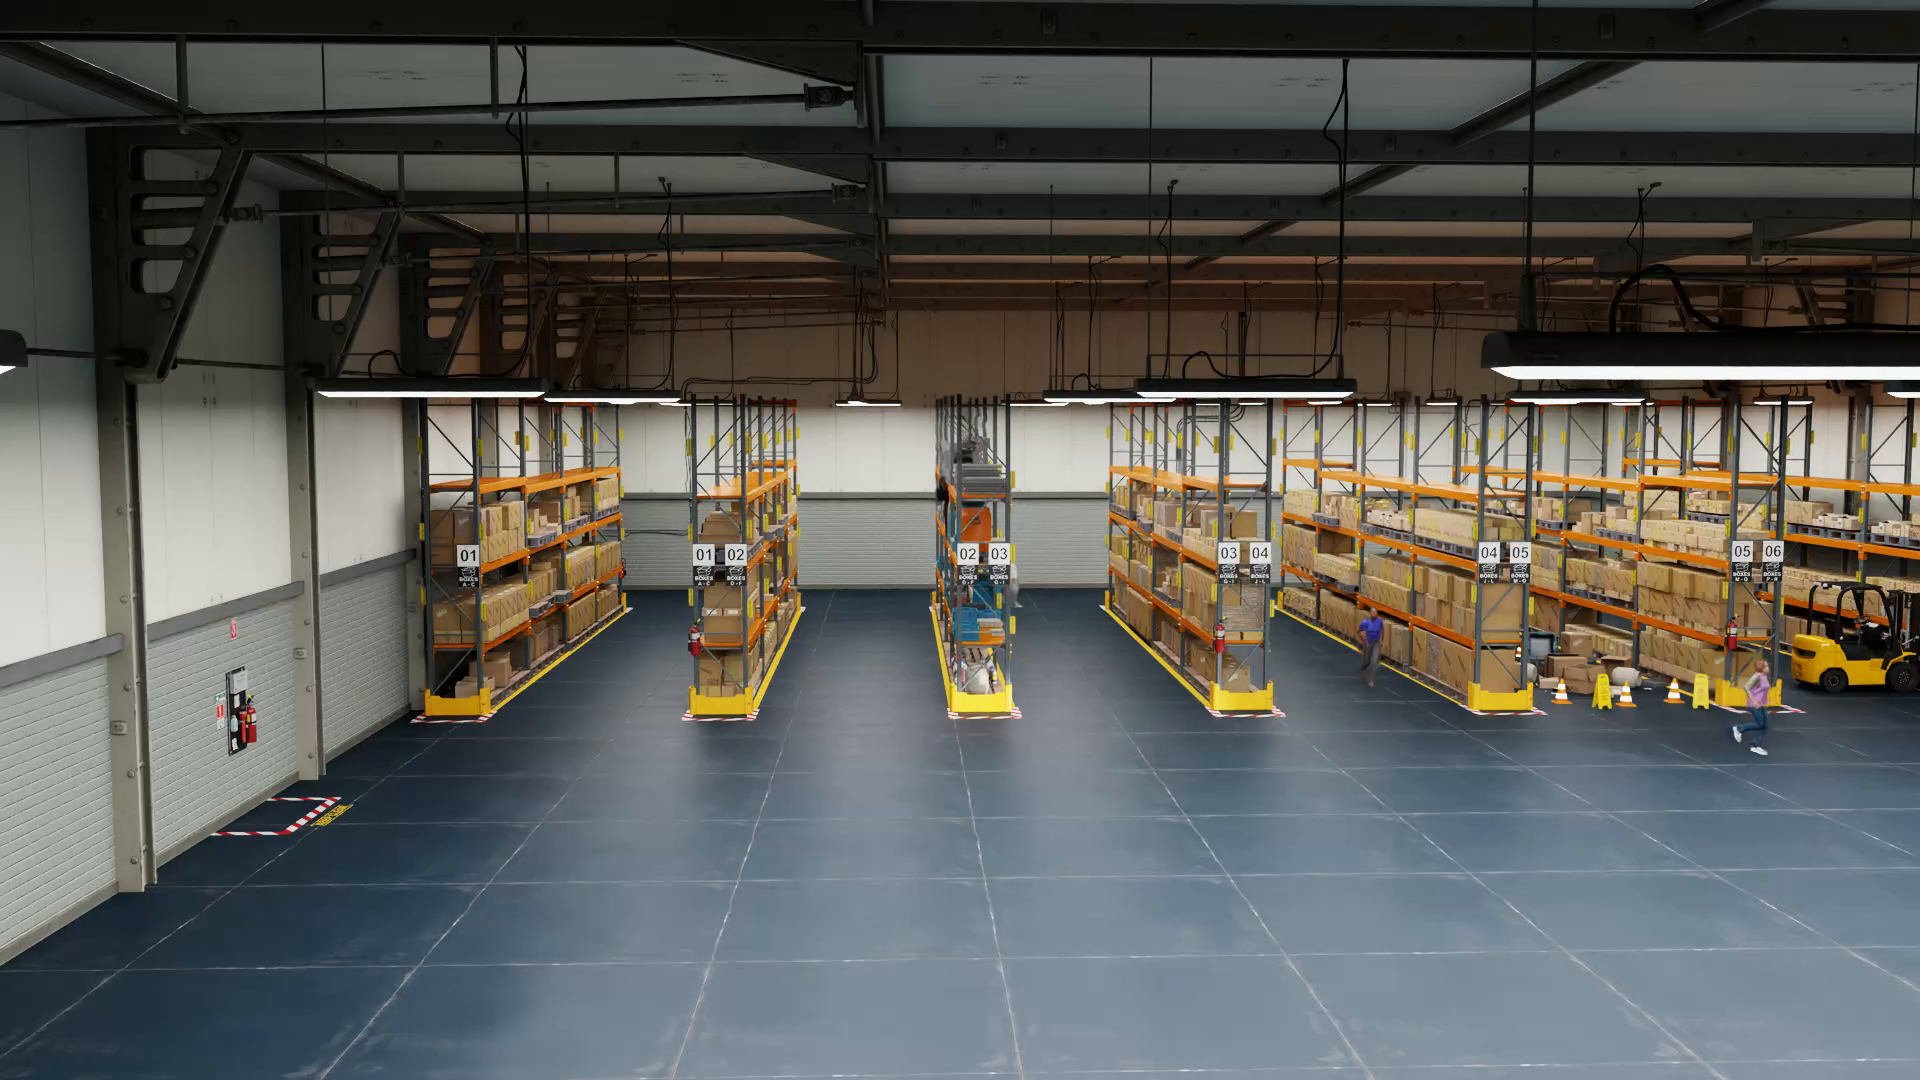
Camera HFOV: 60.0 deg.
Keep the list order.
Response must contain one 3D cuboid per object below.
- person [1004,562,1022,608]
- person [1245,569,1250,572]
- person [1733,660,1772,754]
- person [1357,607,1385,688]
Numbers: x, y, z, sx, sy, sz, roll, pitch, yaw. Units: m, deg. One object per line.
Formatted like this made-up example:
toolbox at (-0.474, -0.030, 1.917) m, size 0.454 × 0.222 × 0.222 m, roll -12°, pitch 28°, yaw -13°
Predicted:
person at (1.411, 1.097, 47.850) m, size 0.716 × 1.719 × 0.680 m, roll -4°, pitch 6°, yaw -45°
person at (8.065, 1.161, 47.054) m, size 0.728 × 1.731 × 0.678 m, roll 1°, pitch 5°, yaw 6°
person at (13.260, 2.816, 27.797) m, size 0.559 × 1.474 × 0.560 m, roll -4°, pitch 6°, yaw -43°
person at (8.549, 2.206, 34.577) m, size 0.600 × 1.640 × 0.788 m, roll 0°, pitch 5°, yaw -5°
